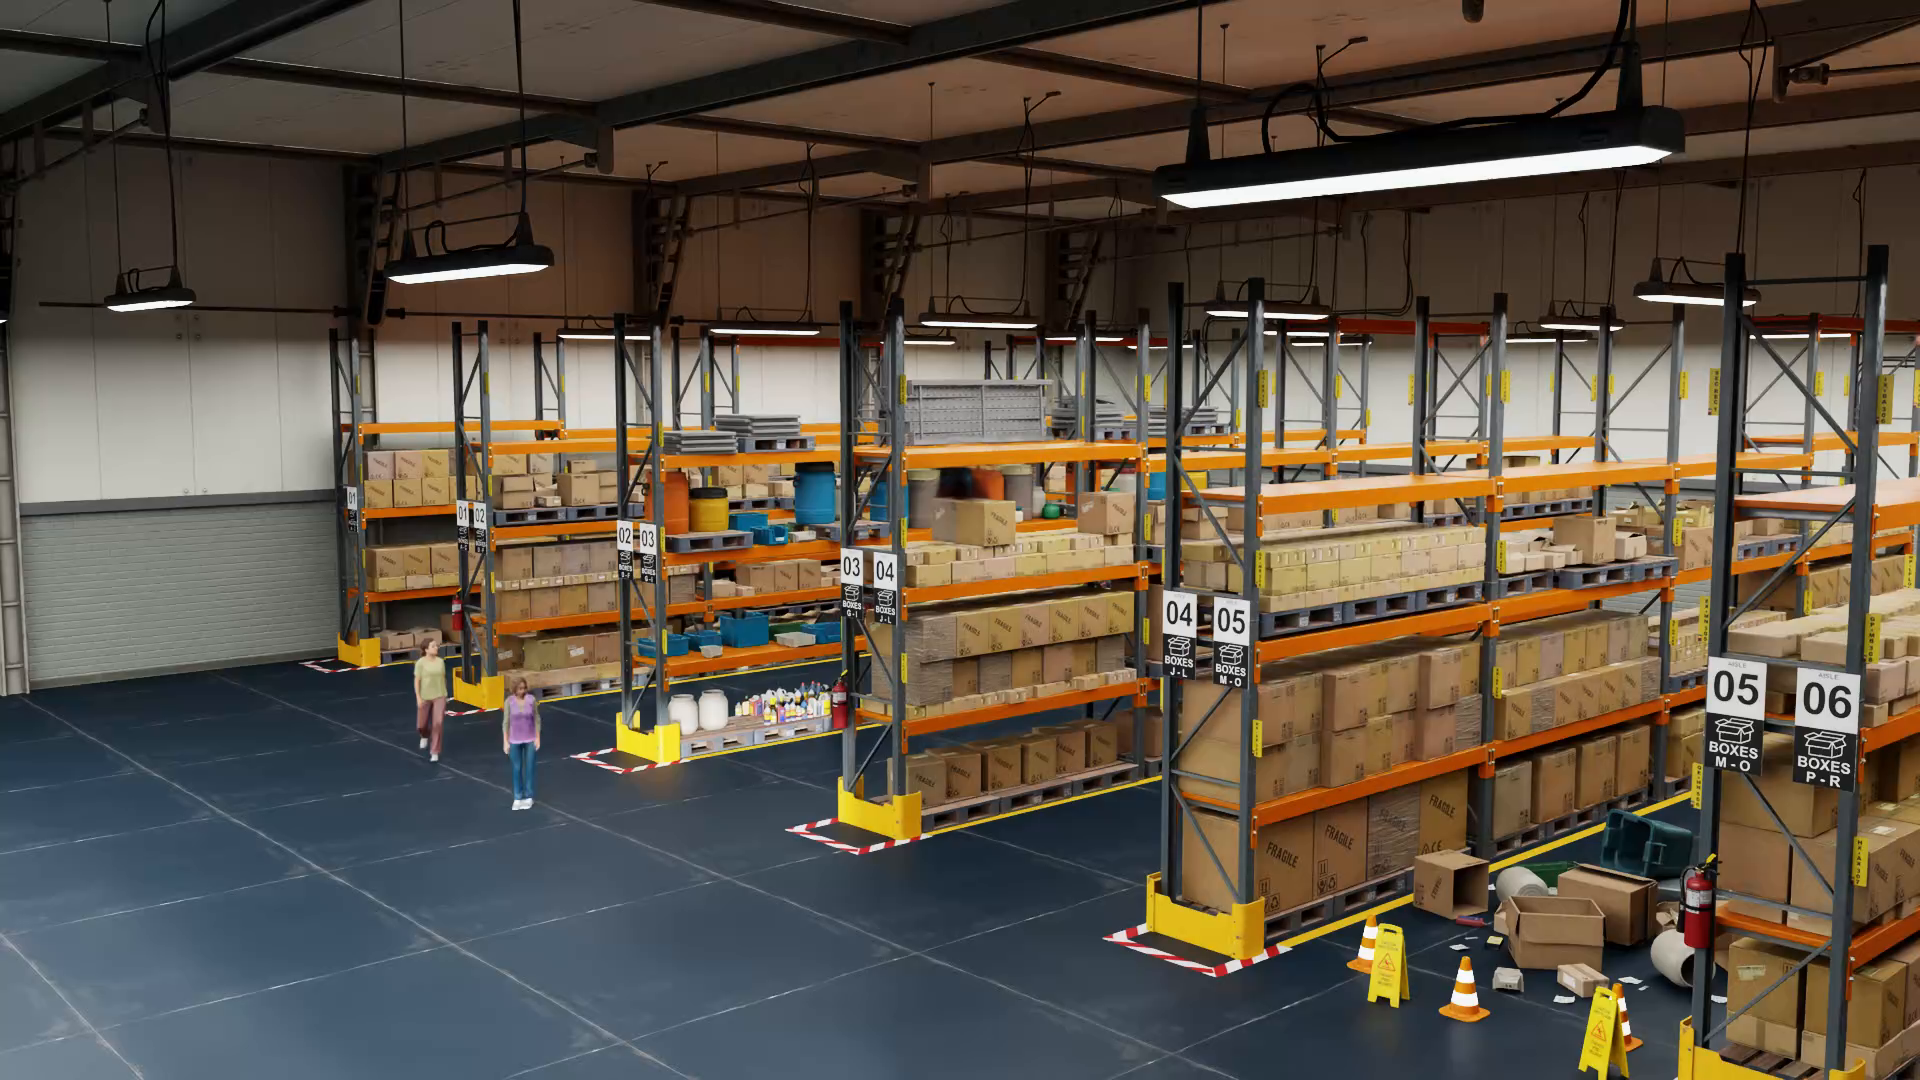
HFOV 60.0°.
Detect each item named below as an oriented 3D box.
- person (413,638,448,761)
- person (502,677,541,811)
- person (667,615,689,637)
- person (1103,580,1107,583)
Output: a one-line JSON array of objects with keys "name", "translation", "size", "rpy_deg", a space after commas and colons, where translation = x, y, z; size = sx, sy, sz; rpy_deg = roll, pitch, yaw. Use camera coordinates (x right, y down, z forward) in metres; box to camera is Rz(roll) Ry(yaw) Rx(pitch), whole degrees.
[{"name": "person", "translation": [-7.140, 2.124, 22.463], "size": [0.430, 1.630, 0.750], "rpy_deg": [-1, 6, -14]}, {"name": "person", "translation": [-5.220, 2.416, 19.835], "size": [0.448, 1.610, 0.339], "rpy_deg": [-2, 6, -18]}, {"name": "person", "translation": [-5.576, 1.136, 31.822], "size": [0.517, 1.732, 1.068], "rpy_deg": [5, 8, 43]}, {"name": "person", "translation": [3.139, 0.947, 33.562], "size": [0.630, 1.790, 0.422], "rpy_deg": [-5, 8, -43]}]
